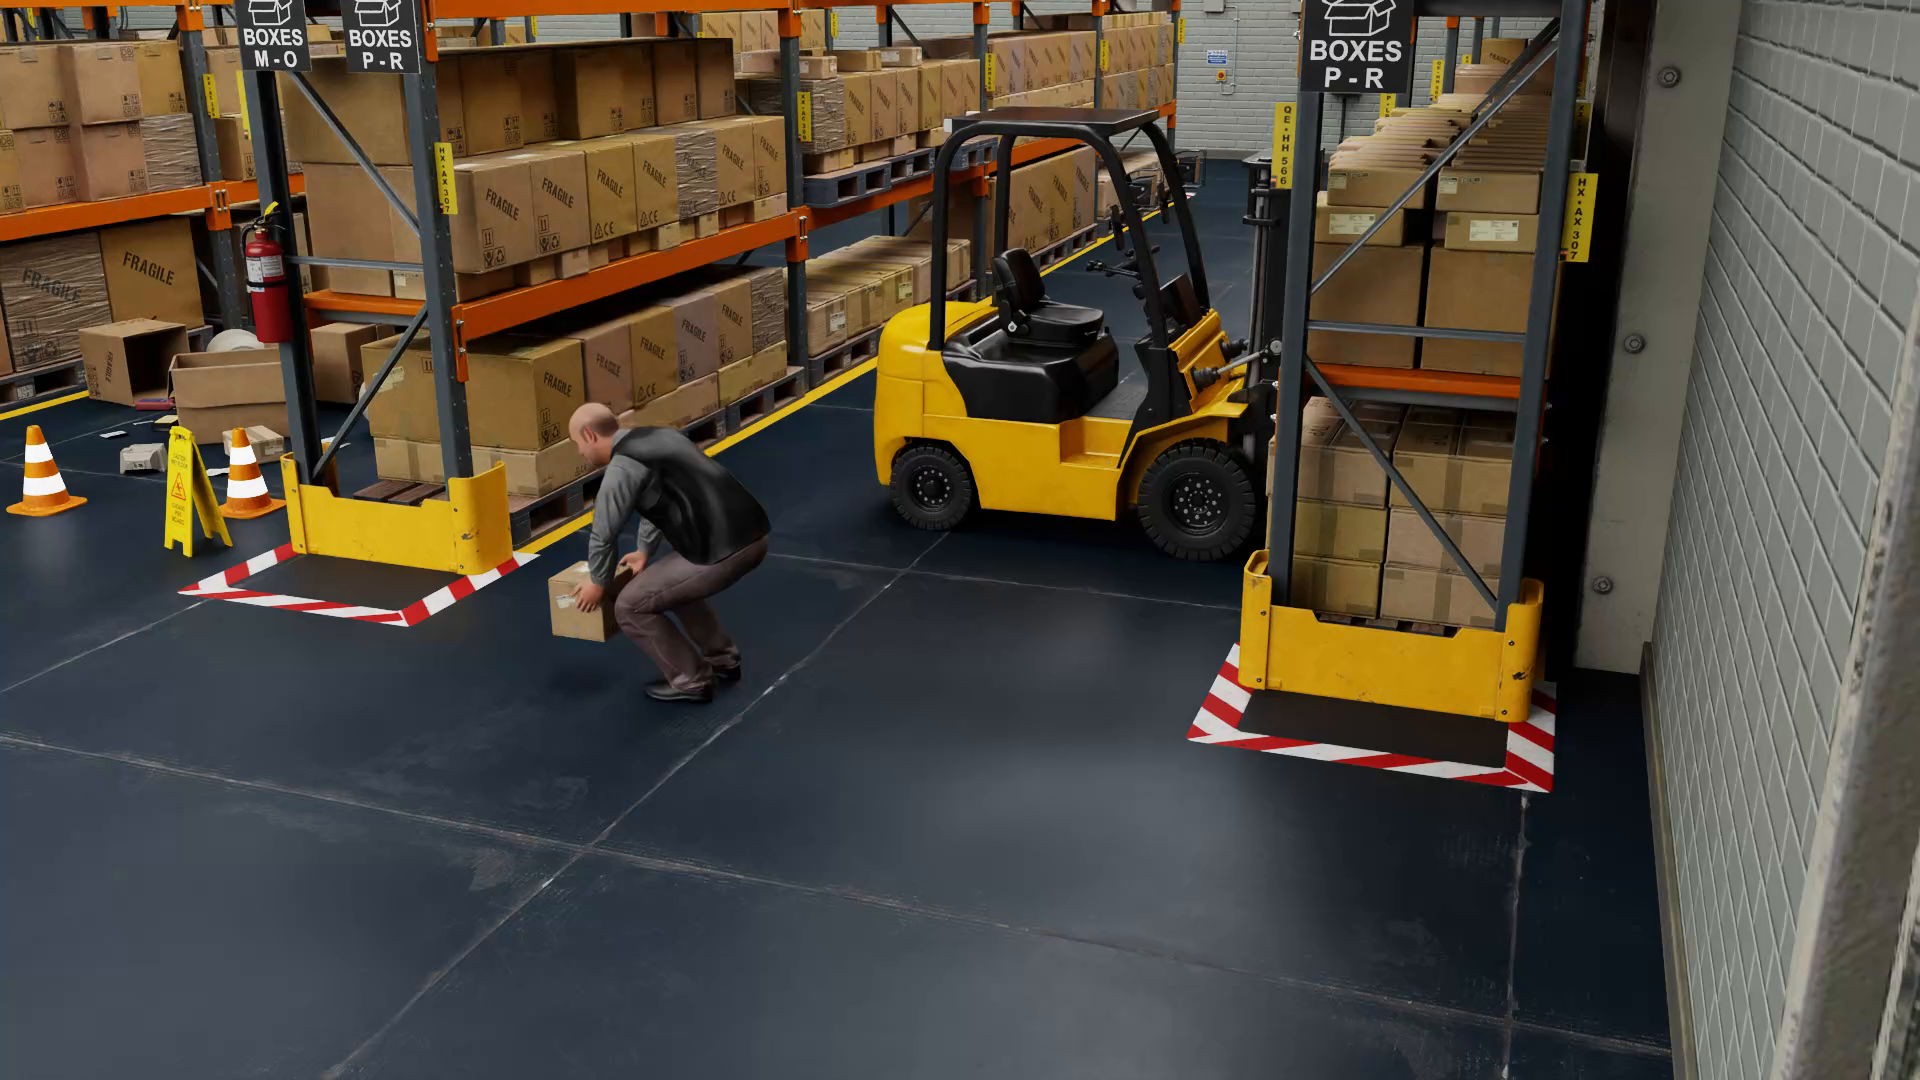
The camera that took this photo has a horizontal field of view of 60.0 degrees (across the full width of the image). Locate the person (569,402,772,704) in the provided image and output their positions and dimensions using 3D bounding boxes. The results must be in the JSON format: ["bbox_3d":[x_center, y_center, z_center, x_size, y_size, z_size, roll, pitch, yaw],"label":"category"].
[{"bbox_3d":[-1.189,0.049,6.773,0.798,1.205,0.579,6,20,18],"label":"person"}]
